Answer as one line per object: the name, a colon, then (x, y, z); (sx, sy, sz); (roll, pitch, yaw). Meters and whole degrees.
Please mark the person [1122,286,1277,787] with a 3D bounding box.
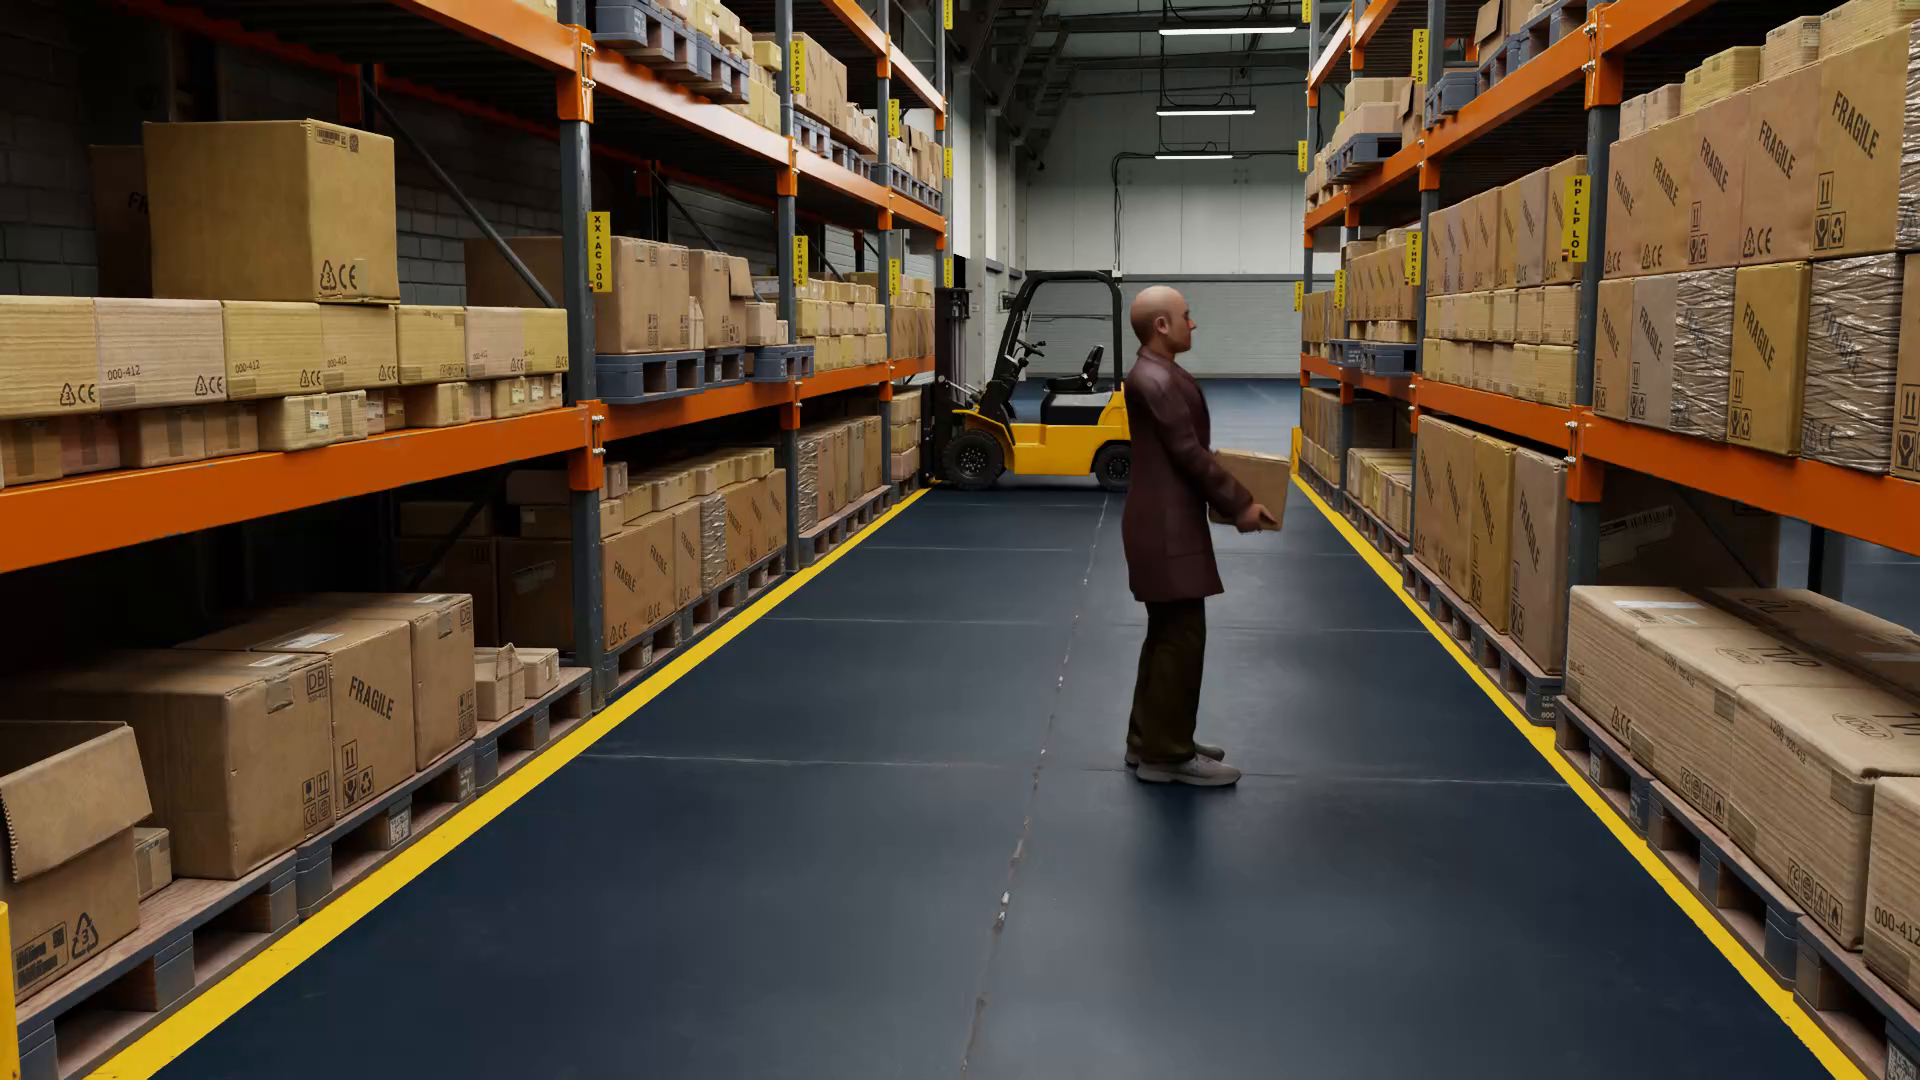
person: (0.857, -0.020, 6.011); (0.543, 1.778, 0.522); (1, 7, 6)
